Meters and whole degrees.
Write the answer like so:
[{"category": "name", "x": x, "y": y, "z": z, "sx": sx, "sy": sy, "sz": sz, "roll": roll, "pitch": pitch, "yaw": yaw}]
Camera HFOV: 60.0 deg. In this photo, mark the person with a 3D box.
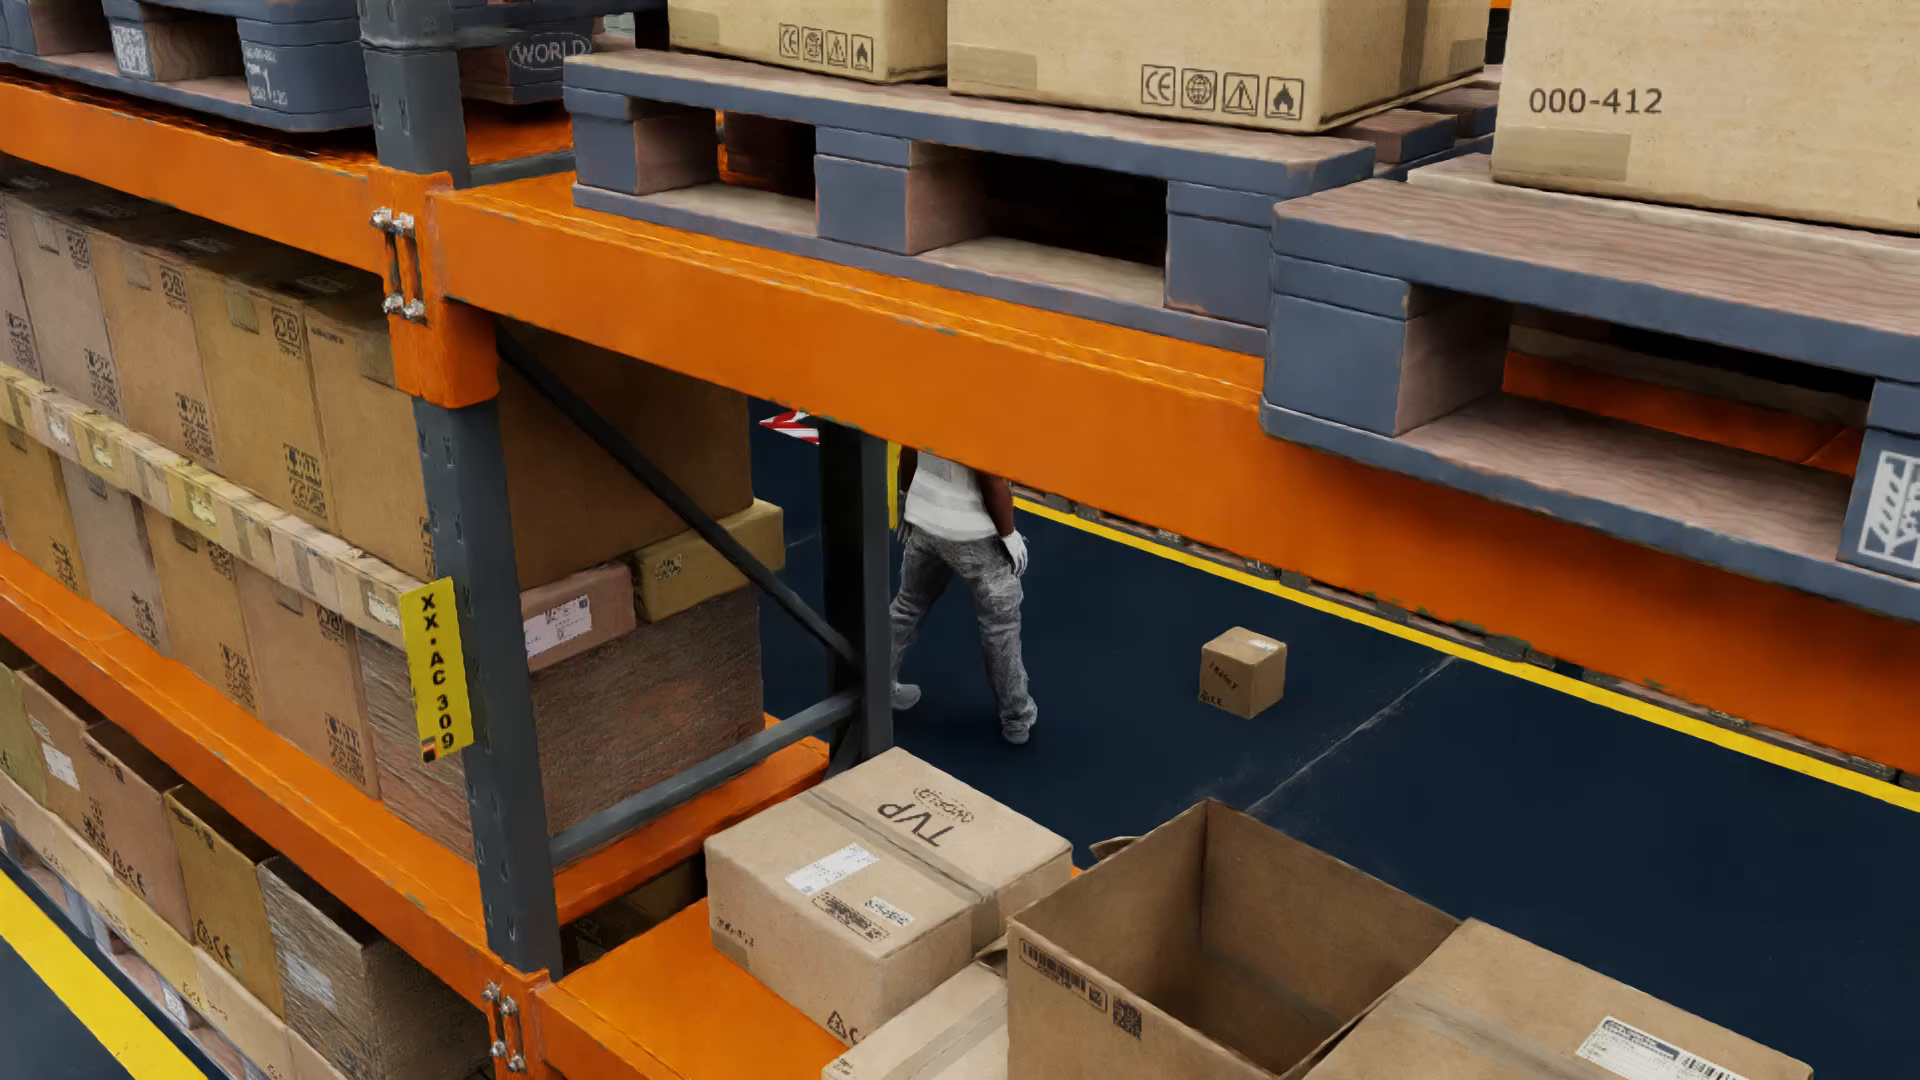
[{"category": "person", "x": -0.022, "y": -0.083, "z": 6.263, "sx": 0.569, "sy": 1.779, "sz": 0.659, "roll": -17, "pitch": 29, "yaw": -34}]
